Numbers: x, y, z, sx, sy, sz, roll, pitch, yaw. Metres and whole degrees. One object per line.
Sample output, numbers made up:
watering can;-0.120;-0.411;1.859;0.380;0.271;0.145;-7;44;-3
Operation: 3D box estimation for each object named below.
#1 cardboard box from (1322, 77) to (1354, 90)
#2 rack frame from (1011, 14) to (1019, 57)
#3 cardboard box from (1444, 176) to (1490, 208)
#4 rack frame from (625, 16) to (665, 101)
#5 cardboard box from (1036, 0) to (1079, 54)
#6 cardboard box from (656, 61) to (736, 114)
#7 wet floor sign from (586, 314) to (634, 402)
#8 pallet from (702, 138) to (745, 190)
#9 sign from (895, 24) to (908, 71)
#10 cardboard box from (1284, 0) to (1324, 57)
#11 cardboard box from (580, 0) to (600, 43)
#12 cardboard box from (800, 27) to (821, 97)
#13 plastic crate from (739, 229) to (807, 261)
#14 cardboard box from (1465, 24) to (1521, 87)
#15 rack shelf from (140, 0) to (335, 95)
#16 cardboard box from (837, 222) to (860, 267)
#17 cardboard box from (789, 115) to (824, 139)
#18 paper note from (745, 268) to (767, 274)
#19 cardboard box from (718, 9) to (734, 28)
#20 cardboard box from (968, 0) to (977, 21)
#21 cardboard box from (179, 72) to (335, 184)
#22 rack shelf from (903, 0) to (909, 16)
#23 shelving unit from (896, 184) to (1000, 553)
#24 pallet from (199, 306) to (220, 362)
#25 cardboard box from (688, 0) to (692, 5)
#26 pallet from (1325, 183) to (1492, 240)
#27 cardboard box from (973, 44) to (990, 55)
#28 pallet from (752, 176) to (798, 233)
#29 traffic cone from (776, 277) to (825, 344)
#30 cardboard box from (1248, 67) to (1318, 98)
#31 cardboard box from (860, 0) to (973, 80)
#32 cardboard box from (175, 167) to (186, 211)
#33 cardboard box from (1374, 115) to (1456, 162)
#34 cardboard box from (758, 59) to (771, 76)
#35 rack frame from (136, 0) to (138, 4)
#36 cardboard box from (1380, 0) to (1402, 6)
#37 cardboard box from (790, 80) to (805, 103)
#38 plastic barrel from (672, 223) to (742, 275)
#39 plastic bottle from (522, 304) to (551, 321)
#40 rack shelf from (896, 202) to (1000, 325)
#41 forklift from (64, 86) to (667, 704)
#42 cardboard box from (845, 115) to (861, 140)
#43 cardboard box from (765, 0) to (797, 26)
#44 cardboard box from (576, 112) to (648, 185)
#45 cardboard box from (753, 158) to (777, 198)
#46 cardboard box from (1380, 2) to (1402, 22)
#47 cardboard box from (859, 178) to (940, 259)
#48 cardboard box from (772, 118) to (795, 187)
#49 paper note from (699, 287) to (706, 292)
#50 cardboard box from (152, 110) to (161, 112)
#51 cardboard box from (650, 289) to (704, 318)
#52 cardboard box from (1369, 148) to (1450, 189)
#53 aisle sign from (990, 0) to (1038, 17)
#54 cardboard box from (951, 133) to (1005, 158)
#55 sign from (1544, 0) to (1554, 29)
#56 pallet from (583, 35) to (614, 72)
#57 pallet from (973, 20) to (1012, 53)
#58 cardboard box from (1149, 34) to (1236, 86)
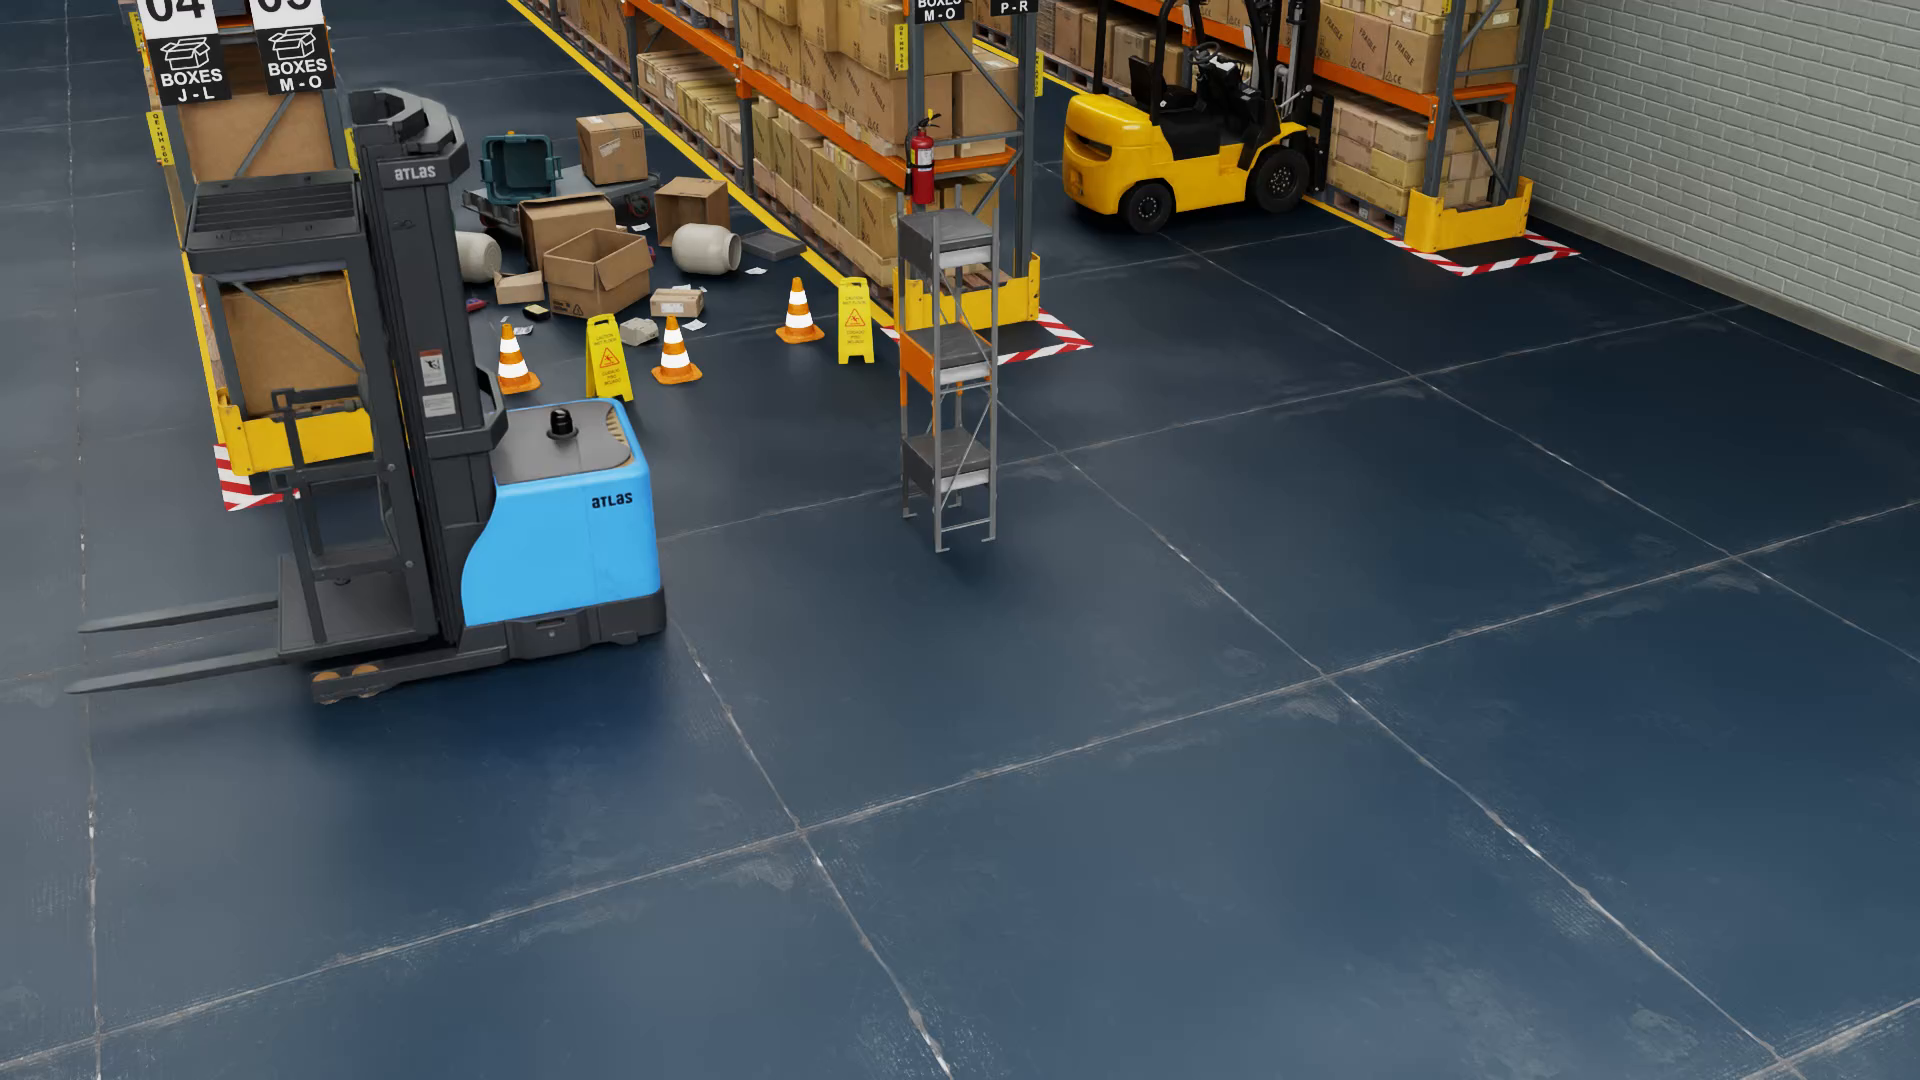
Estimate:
cardboard box;3.899;-4.399;16.361;0.500;0.250;0.500;-14;32;-23
rack frame;1.136;-7.590;20.692;1.000;3.000;0.127;-13;32;-22
cardboard box;4.536;-3.298;15.420;0.500;0.250;0.500;-13;32;-22
rack frame;-3.345;-6.546;18.830;1.000;3.000;0.127;-13;32;-22
cardboard box;1.391;-6.459;20.674;0.875;0.625;0.625;-12;31;-20
cardboard box;-2.788;-5.007;18.343;0.950;0.372;0.625;-14;32;-23
wet floor sign;-2.538;-1.305;11.890;0.267;0.644;0.232;-19;35;-30
pallet;-1.964;-3.907;16.974;1.003;0.211;1.213;-13;32;-22
sign;-0.421;-3.548;11.976;0.100;0.325;0.005;-13;32;-22
cardboard box;3.462;-4.939;15.862;0.500;0.500;0.500;-13;32;-22
cardboard box;-4.329;-6.915;21.231;0.875;0.875;0.875;-12;31;-21
cardboard box;-1.016;-4.040;13.953;0.500;0.500;0.500;-13;32;-21
plastic crate;-1.695;-2.640;14.850;0.583;0.080;0.402;26;38;38
cardboard box;4.609;-4.377;14.860;0.500;0.500;0.500;-12;31;-20
rack shelf;-5.197;-3.807;11.613;1.077;0.370;4.000;-13;32;-22
cardboard box;-0.716;-2.527;14.045;0.500;0.250;0.500;-13;32;-22
cardboard box;-1.279;-3.643;14.605;0.380;0.149;0.250;-11;31;-19
paper note;-1.756;-2.323;14.335;0.148;0.019;0.142;26;38;38
cardboard box;-2.098;-5.022;15.940;0.380;0.149;0.250;-13;32;-21
cardboard box;0.328;-7.279;22.263;0.500;0.500;0.500;-12;31;-20
cardboard box;-4.463;-2.637;10.601;0.875;0.550;0.550;-13;32;-22
rack shelf;-0.770;-4.891;13.546;1.077;0.370;4.000;-13;32;-22
shelving unit;-0.071;-0.989;9.840;0.431;2.100;0.503;-13;32;-22
pallet;-5.272;-1.587;12.838;1.003;0.211;1.213;-13;32;-22
cardboard box;-2.523;-5.476;16.749;0.380;0.149;0.250;-13;32;-22
pallet;4.204;-3.169;15.659;1.003;0.211;1.213;-13;32;-22
cardboard box;-0.089;-3.681;13.315;0.500;0.500;0.500;-12;31;-20
pallet;-1.308;-3.274;15.846;1.003;0.211;1.213;-13;32;-22
traffic cone;-1.261;-1.825;13.005;0.336;0.463;0.334;-13;32;-22
cardboard box;3.212;-4.518;16.573;0.500;0.250;0.500;-12;31;-20
cardboard box;-0.327;-3.802;12.507;0.700;0.500;0.500;-14;32;-23
cardboard box;-4.794;-2.387;11.259;0.875;0.550;0.550;-13;32;-22
cardboard box;4.091;-3.614;14.961;0.500;0.250;0.500;-12;31;-20
cardboard box;-1.627;-4.363;15.193;0.380;0.149;0.250;-12;31;-21
rack frame;-4.338;-4.545;9.128;1.000;3.000;0.127;-13;32;-22
cardboard box;3.956;-4.839;14.716;0.380;0.149;0.250;-12;32;-21
cardboard box;-1.242;-3.896;14.361;0.380;0.149;0.250;-13;32;-22
plastic barrel;-2.165;-2.483;14.219;0.512;0.421;0.421;7;30;13
plastic bottle;-3.444;-1.848;13.456;0.283;0.061;0.133;26;38;38
rack shelf;-0.071;-1.588;9.504;0.431;0.518;0.480;-13;32;-22
forklift;-3.203;-0.712;8.496;3.031;2.935;1.130;-10;31;-17
cardboard box;-0.702;-3.337;13.364;0.380;0.149;0.250;-13;32;-21
cardboard box;-1.244;-4.691;14.094;0.700;0.500;0.500;-14;32;-23
cardboard box;-3.223;-3.632;15.415;0.500;0.500;0.500;-13;32;-22
cardboard box;-1.619;-3.446;15.683;0.500;0.250;0.500;-15;32;-24
cardboard box;3.976;-4.711;14.793;0.380;0.149;0.250;-12;32;-21
cardboard box;-0.490;-2.623;13.448;0.500;0.500;0.500;-13;32;-22
cardboard box;-1.378;-3.539;15.083;0.500;0.500;0.500;-12;31;-20
paper note;-2.158;-2.107;13.970;0.032;0.001;0.123;-13;32;-22
cardboard box;-6.814;-3.580;15.410;1.050;0.750;0.750;-13;32;-22
cardboard box;-2.298;-1.924;13.501;0.380;0.149;0.250;2;29;4
cardboard box;4.079;-3.408;15.104;0.500;0.250;0.500;-14;32;-23
aisle sign;0.396;-4.184;11.960;0.394;0.787;0.004;-13;32;-22
cardboard box;0.130;-3.096;12.935;0.380;0.149;0.250;-13;32;-22
sign;5.074;-4.582;14.362;0.100;0.325;0.005;-13;32;-22
pallet;-4.136;-6.232;21.121;1.003;0.211;1.213;-13;32;-22
pallet;0.850;-6.712;21.976;1.003;0.211;1.213;-13;32;-22
cardboard box;2.619;-5.199;18.426;0.875;0.625;0.625;-12;31;-20
